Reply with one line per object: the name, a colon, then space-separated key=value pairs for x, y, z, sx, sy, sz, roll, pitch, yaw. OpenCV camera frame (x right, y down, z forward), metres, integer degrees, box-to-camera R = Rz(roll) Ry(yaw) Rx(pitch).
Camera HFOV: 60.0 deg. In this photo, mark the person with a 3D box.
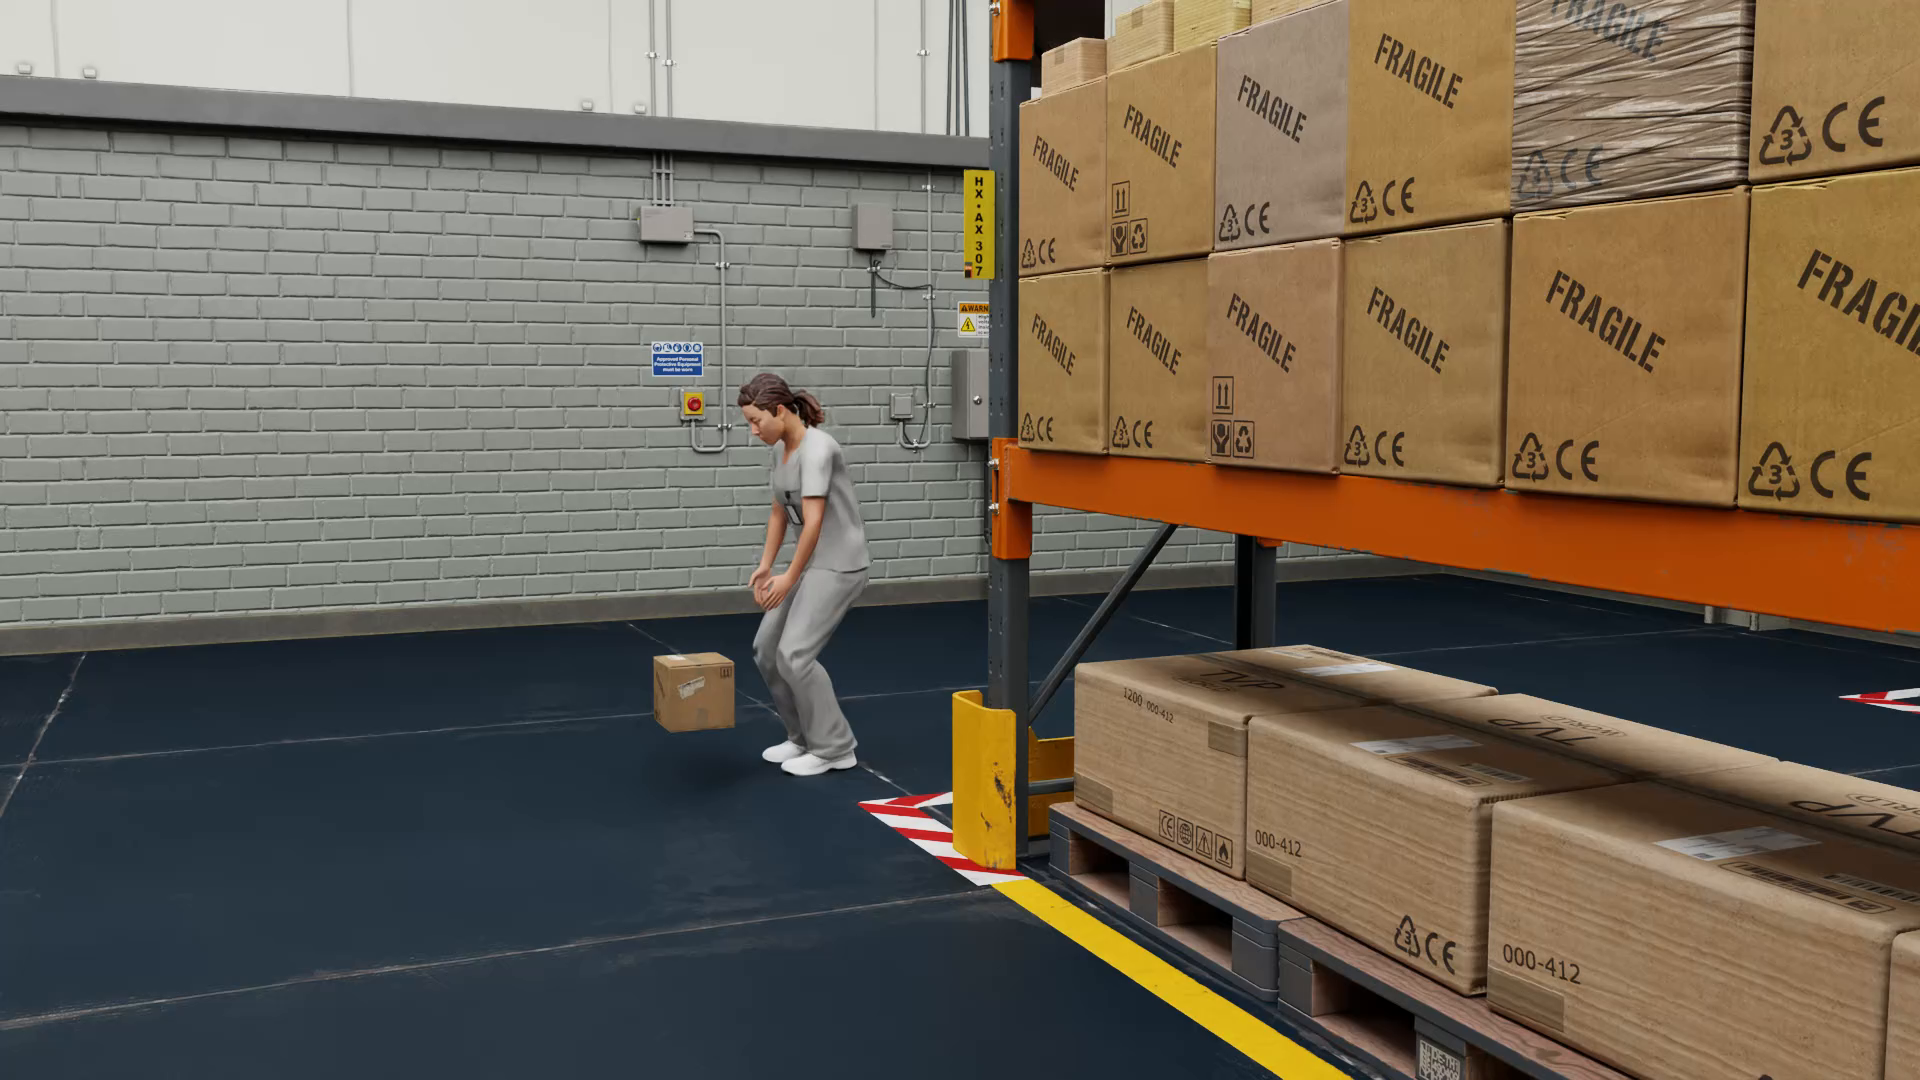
person: x=-0.599 y=0.127 z=6.418 sx=0.510 sy=1.536 sz=0.480 roll=-2 pitch=6 yaw=-23
